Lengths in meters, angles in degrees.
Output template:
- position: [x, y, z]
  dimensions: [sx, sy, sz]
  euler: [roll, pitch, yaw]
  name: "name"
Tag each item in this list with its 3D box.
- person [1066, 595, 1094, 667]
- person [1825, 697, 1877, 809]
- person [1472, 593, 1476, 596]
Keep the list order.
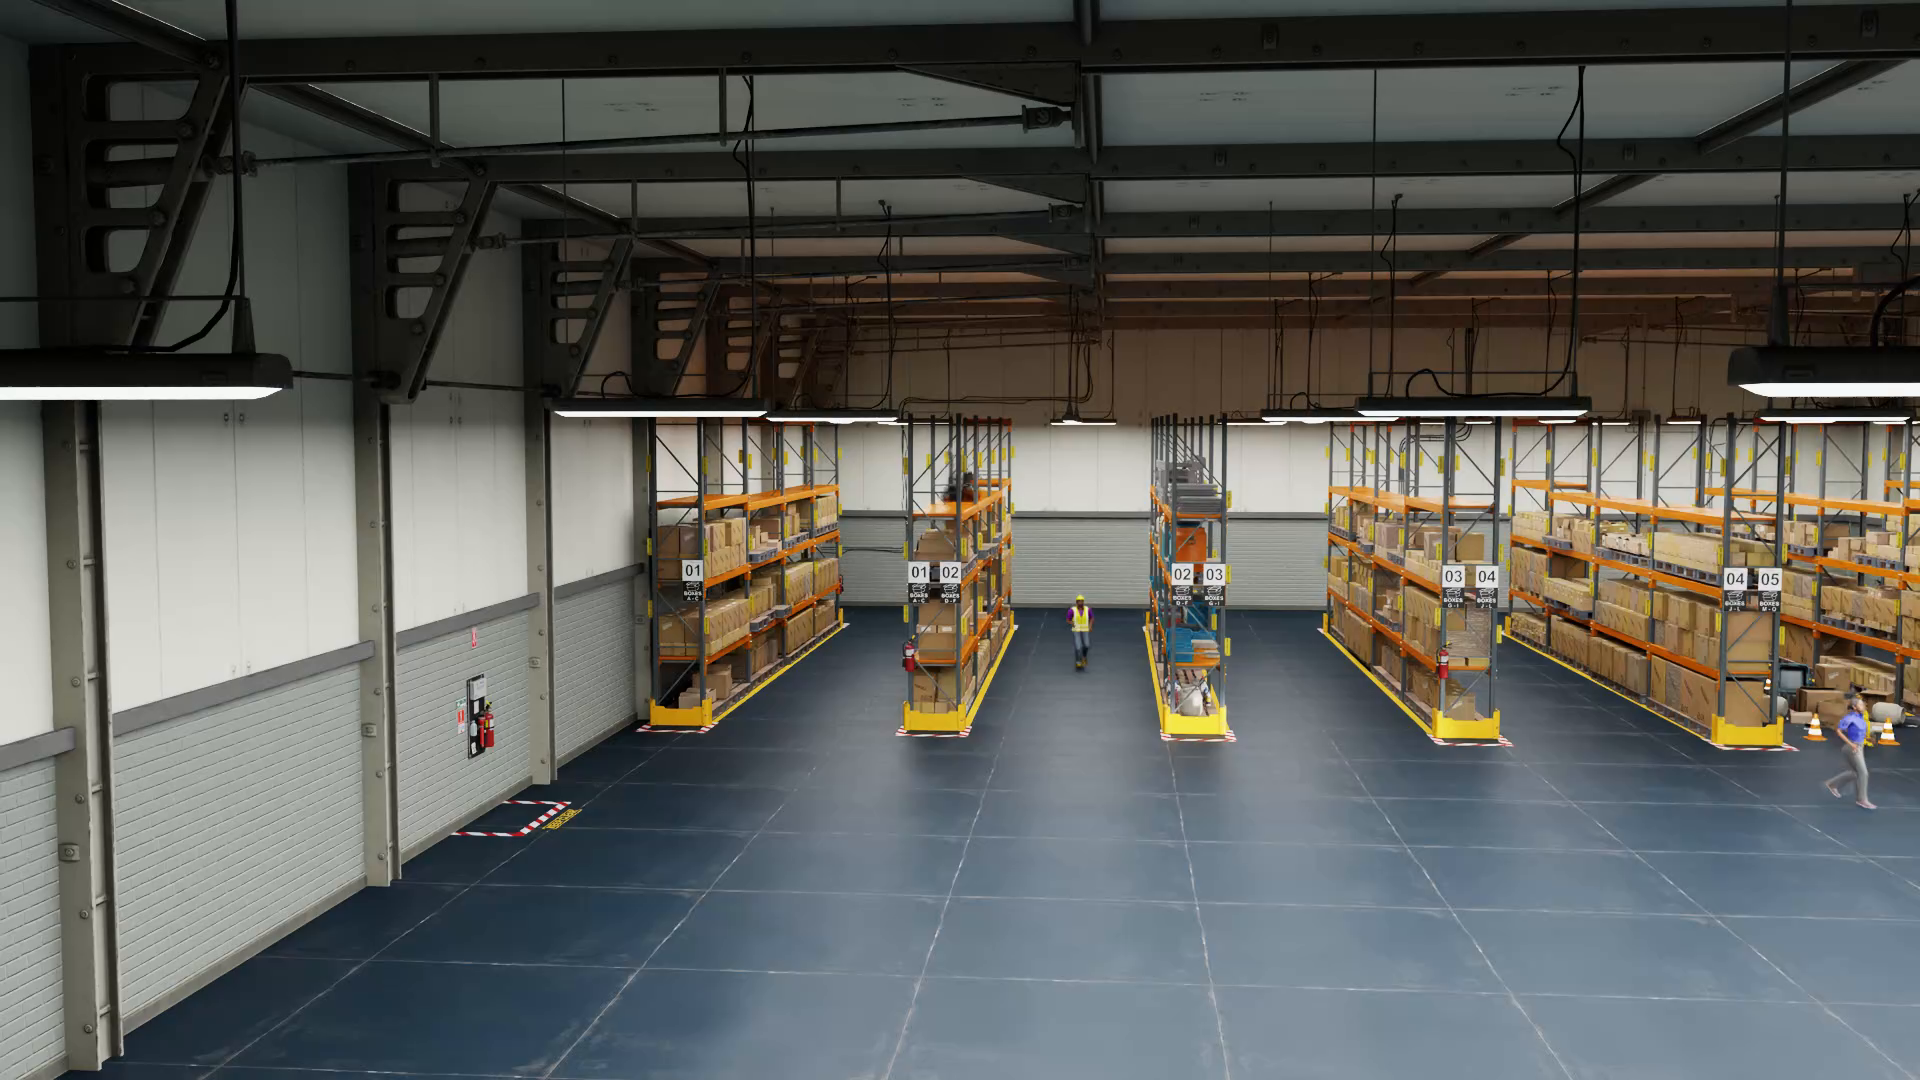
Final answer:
- position: [2.886, 2.184, 39.629]
  dimensions: [0.681, 1.721, 0.593]
  euler: [0, 4, -4]
  name: "person"
- position: [13.535, 3.207, 25.233]
  dimensions: [0.583, 1.658, 0.750]
  euler: [-4, 5, -44]
  name: "person"
- position: [13.759, 1.966, 43.959]
  dimensions: [0.674, 1.699, 0.945]
  euler: [0, 4, -3]
  name: "person"
